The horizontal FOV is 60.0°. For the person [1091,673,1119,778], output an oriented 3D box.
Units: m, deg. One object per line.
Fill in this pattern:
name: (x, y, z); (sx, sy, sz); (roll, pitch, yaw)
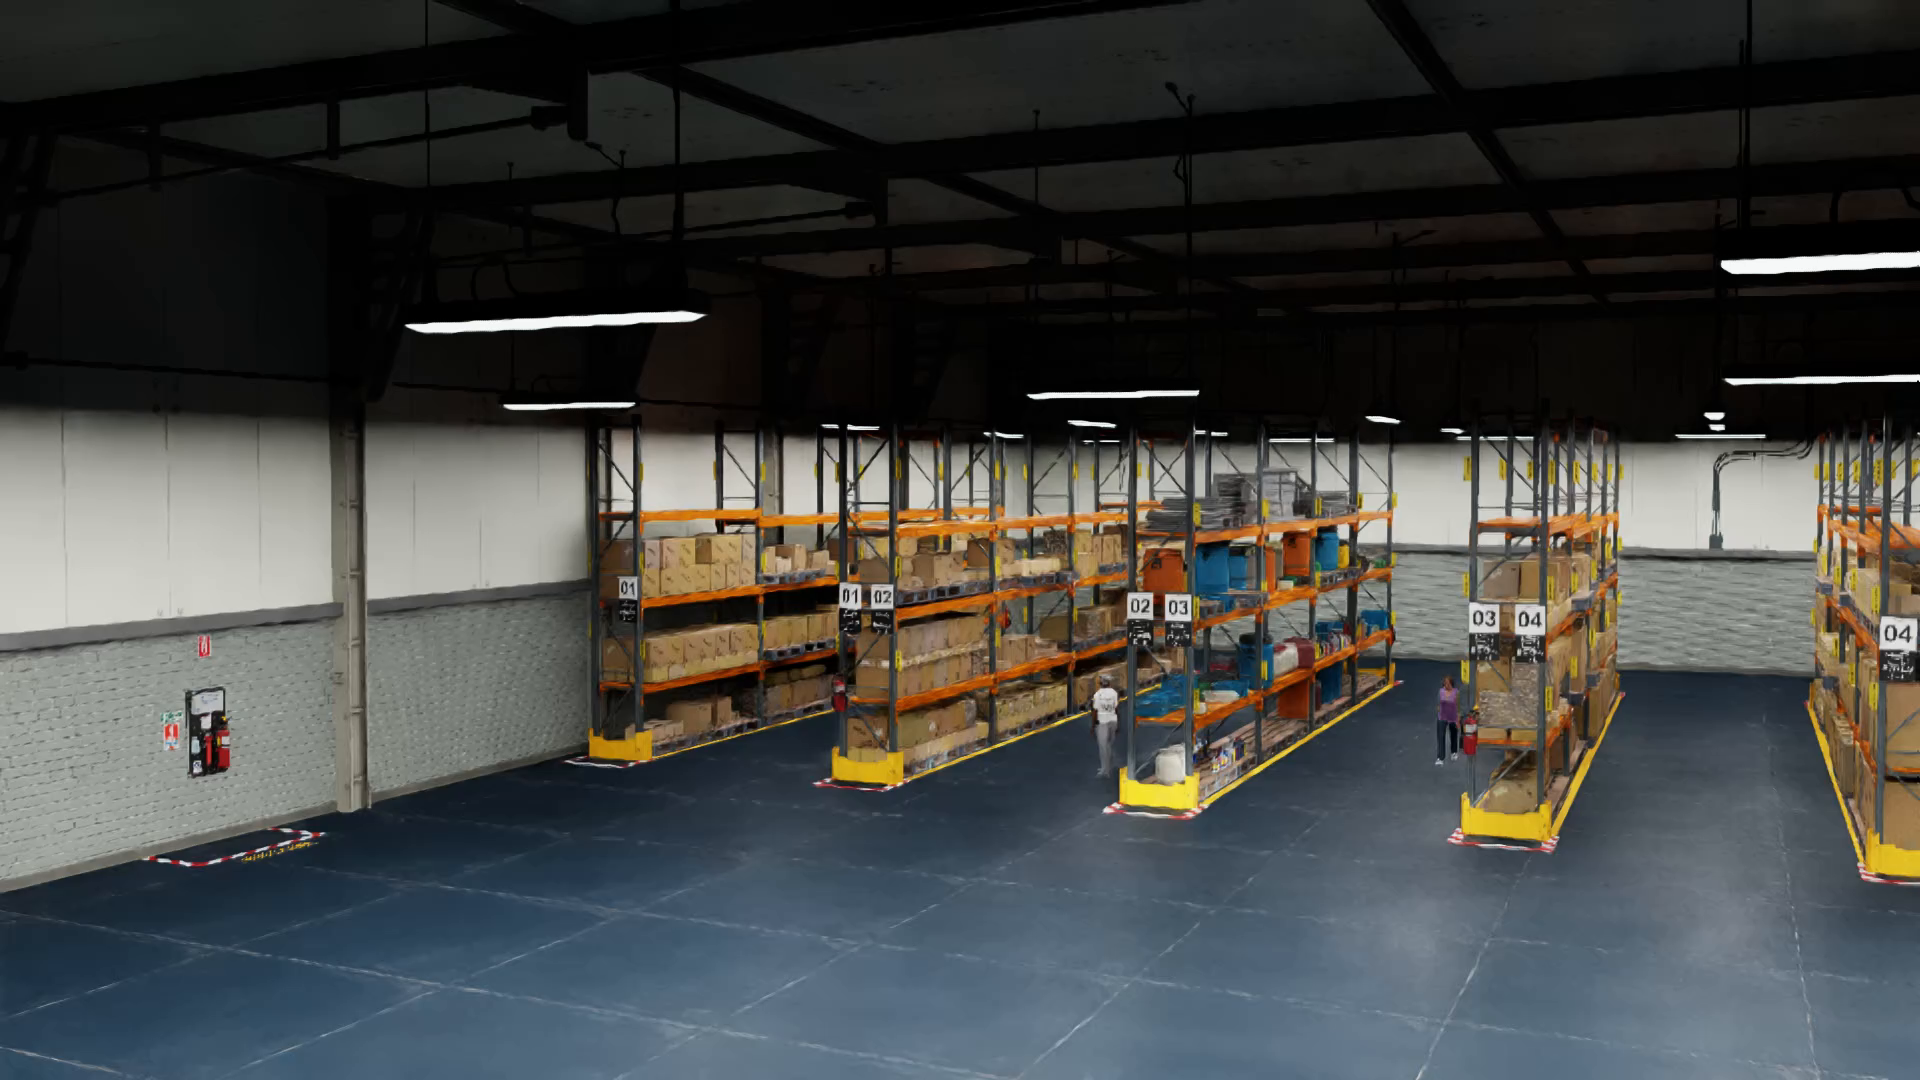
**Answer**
person: (2.373, 3.032, 27.296); (0.575, 1.665, 0.535); (-2, 3, -34)

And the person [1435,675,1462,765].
person: (8.375, 3.057, 28.452); (0.415, 1.517, 1.041); (1, 3, 22)
